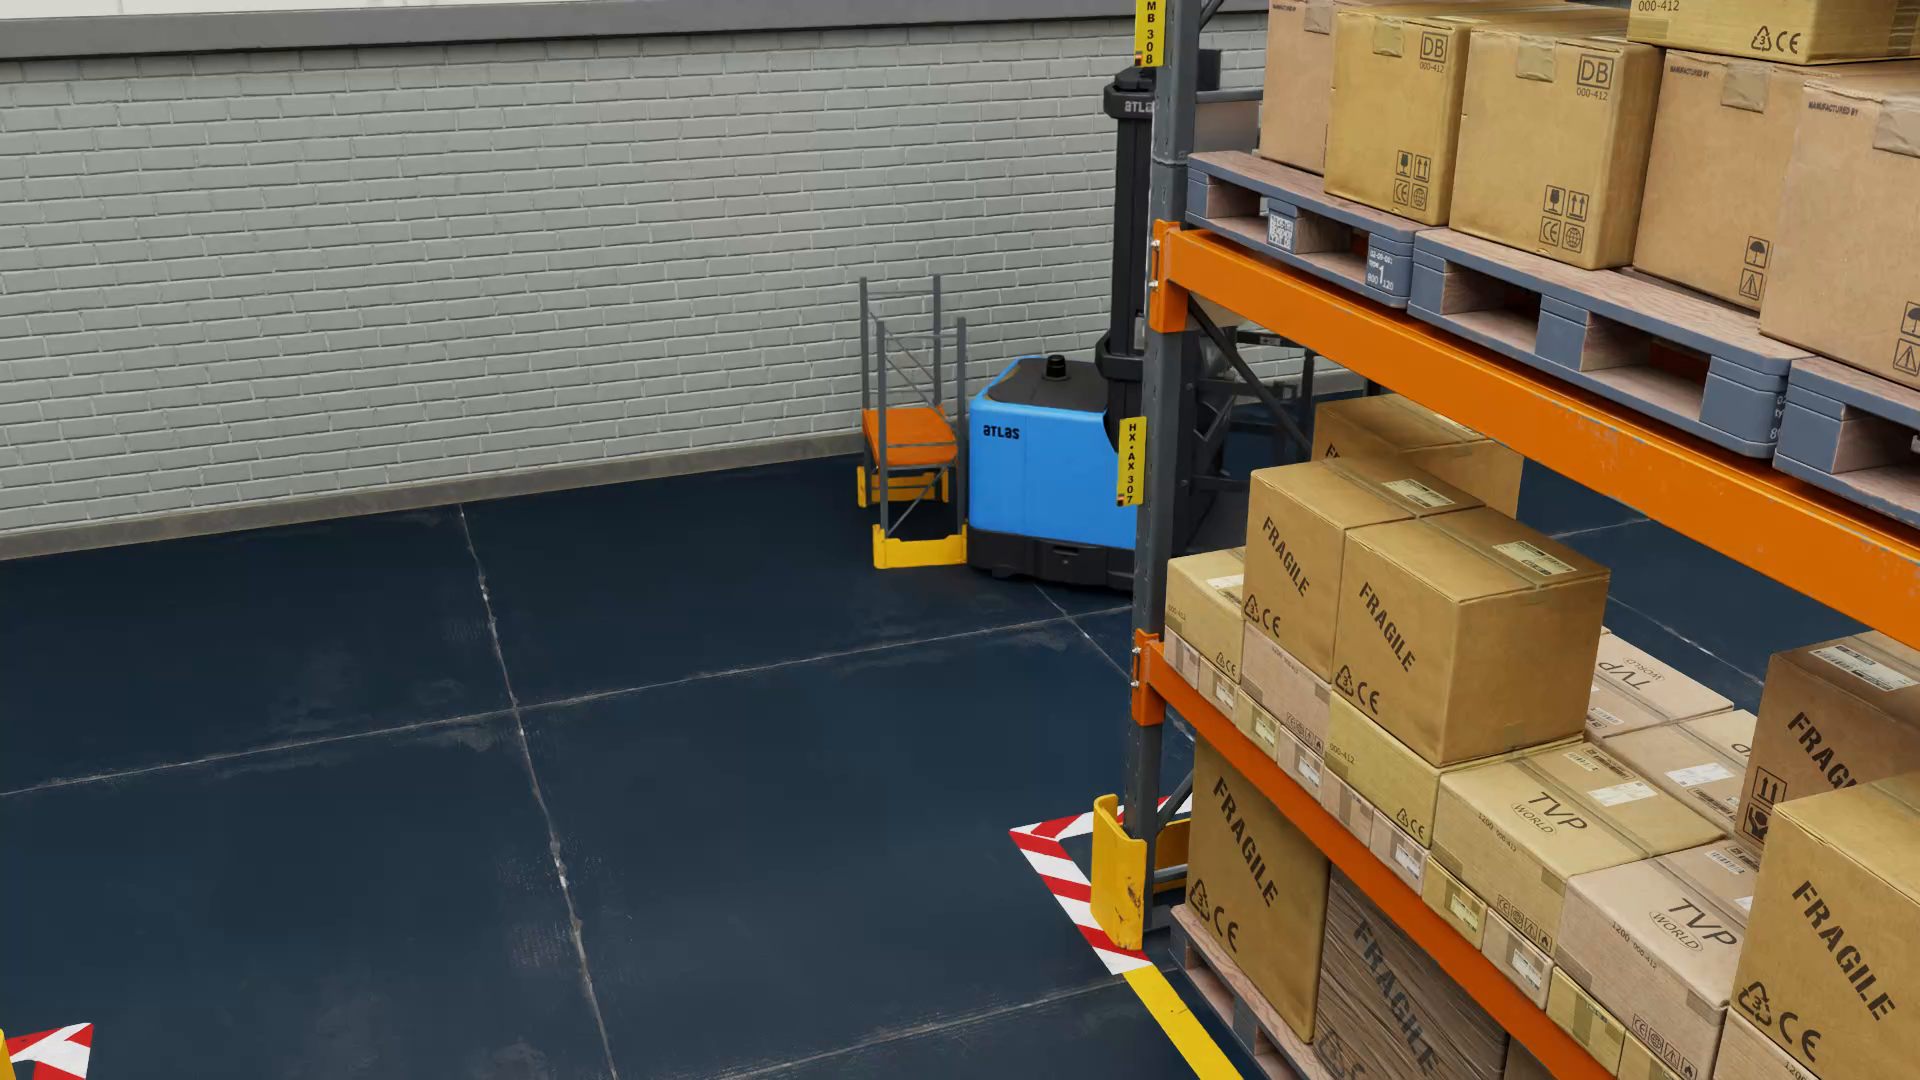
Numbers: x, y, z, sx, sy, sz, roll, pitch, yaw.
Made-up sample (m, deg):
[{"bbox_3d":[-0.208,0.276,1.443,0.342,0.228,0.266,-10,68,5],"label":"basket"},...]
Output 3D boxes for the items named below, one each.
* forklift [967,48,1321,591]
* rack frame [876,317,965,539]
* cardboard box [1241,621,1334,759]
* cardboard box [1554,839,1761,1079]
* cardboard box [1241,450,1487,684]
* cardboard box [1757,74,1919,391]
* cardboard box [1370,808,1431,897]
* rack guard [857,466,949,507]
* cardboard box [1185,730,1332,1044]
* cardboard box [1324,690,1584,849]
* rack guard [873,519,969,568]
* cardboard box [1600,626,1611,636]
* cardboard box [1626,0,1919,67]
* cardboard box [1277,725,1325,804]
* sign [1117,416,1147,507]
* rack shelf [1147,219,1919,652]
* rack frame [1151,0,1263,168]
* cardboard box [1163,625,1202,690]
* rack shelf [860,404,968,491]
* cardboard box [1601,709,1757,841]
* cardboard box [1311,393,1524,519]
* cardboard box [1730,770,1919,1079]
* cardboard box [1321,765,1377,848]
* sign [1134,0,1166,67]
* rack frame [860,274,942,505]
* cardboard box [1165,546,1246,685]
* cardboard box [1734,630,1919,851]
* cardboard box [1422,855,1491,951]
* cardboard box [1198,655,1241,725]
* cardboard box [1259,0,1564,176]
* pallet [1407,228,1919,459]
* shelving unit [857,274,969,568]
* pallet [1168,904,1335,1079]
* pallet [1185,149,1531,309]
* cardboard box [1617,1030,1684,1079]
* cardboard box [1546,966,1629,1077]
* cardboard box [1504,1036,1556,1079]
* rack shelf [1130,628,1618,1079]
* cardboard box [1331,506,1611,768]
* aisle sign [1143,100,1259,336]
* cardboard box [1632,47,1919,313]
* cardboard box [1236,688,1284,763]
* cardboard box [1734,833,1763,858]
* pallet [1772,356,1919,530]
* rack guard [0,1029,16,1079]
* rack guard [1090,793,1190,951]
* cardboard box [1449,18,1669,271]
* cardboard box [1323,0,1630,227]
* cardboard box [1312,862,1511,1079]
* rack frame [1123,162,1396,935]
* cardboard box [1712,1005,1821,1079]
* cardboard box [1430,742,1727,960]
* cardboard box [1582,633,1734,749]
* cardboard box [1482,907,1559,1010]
[{"bbox_3d":[1.612,-1.137,9.173,3.031,2.935,1.130,8,24,17],"label":"forklift"},{"bbox_3d":[-0.219,-0.547,9.617,0.500,1.500,0.032,-3,23,-8],"label":"rack frame"},{"bbox_3d":[1.228,0.420,5.202,0.500,0.250,0.500,-9,24,-20],"label":"cardboard box"},{"bbox_3d":[1.767,0.976,3.881,0.500,0.250,0.500,-8,24,-18],"label":"cardboard box"},{"bbox_3d":[1.215,0.068,5.071,0.500,0.500,0.500,-9,24,-20],"label":"cardboard box"},{"bbox_3d":[2.016,-0.598,3.147,0.700,0.500,0.500,-7,24,-16],"label":"cardboard box"},{"bbox_3d":[1.395,0.845,4.706,0.380,0.149,0.250,-9,24,-20],"label":"cardboard box"},{"bbox_3d":[-0.368,-0.361,10.786,0.587,0.250,0.087,-3,23,-8],"label":"rack guard"},{"bbox_3d":[1.422,1.096,5.983,0.875,0.875,0.875,-8,24,-19],"label":"cardboard box"},{"bbox_3d":[1.402,0.603,4.767,0.500,0.250,0.500,-9,25,-21],"label":"cardboard box"},{"bbox_3d":[-0.221,0.021,9.878,0.587,0.250,0.087,-3,23,-8],"label":"rack guard"},{"bbox_3d":[1.720,0.345,5.380,0.500,0.250,0.500,-9,24,-20],"label":"cardboard box"},{"bbox_3d":[1.826,-1.190,3.585,0.500,0.250,0.500,-9,25,-21],"label":"cardboard box"},{"bbox_3d":[1.214,0.659,5.147,0.380,0.149,0.250,-9,24,-20],"label":"cardboard box"},{"bbox_3d":[0.600,-0.273,5.819,0.100,0.325,0.005,-8,24,-19],"label":"sign"},{"bbox_3d":[1.828,-0.236,4.011,1.077,0.370,4.000,-8,24,-19],"label":"rack shelf"},{"bbox_3d":[1.122,-2.676,5.013,1.000,3.000,0.127,-8,24,-19],"label":"rack frame"},{"bbox_3d":[0.938,0.379,5.813,0.380,0.149,0.250,-8,24,-18],"label":"cardboard box"},{"bbox_3d":[-0.294,-0.577,10.151,0.538,0.185,1.000,-3,23,-8],"label":"rack shelf"},{"bbox_3d":[2.087,0.718,4.494,0.500,0.250,0.500,-8,24,-19],"label":"cardboard box"},{"bbox_3d":[1.539,-0.184,5.669,0.500,0.500,0.500,-8,24,-18],"label":"cardboard box"},{"bbox_3d":[1.949,0.815,3.298,0.500,0.500,0.500,-8,24,-18],"label":"cardboard box"},{"bbox_3d":[1.303,0.752,4.928,0.380,0.149,0.250,-9,24,-20],"label":"cardboard box"},{"bbox_3d":[0.600,-1.659,5.235,0.100,0.325,0.005,-8,24,-19],"label":"sign"},{"bbox_3d":[-0.369,-0.938,10.544,0.500,1.500,0.032,-3,23,-8],"label":"rack frame"},{"bbox_3d":[1.038,0.232,5.648,0.500,0.250,0.500,-9,24,-20],"label":"cardboard box"},{"bbox_3d":[2.250,0.551,3.926,0.500,0.500,0.500,-9,25,-21],"label":"cardboard box"},{"bbox_3d":[1.483,0.937,4.488,0.380,0.149,0.250,-9,24,-20],"label":"cardboard box"},{"bbox_3d":[1.030,0.472,5.593,0.380,0.149,0.250,-9,24,-20],"label":"cardboard box"},{"bbox_3d":[1.355,-1.398,5.044,0.700,0.500,0.500,-10,25,-22],"label":"cardboard box"},{"bbox_3d":[1.828,-0.541,3.923,1.003,0.211,1.213,-8,24,-19],"label":"pallet"},{"bbox_3d":[-0.295,-0.746,10.089,0.587,1.500,1.083,-3,23,-8],"label":"shelving unit"},{"bbox_3d":[1.477,1.653,6.056,1.003,0.211,1.213,-8,24,-19],"label":"pallet"},{"bbox_3d":[1.393,-0.985,4.976,1.003,0.211,1.213,-8,24,-19],"label":"pallet"},{"bbox_3d":[1.756,1.218,3.822,0.380,0.149,0.250,-8,24,-18],"label":"cardboard box"},{"bbox_3d":[1.666,1.125,4.042,0.380,0.149,0.250,-9,24,-20],"label":"cardboard box"},{"bbox_3d":[2.058,1.750,4.432,0.875,0.875,0.875,-8,24,-19],"label":"cardboard box"},{"bbox_3d":[1.828,1.147,4.593,1.077,0.370,4.000,-8,24,-19],"label":"rack shelf"},{"bbox_3d":[1.404,0.256,4.626,0.500,0.500,0.500,-9,24,-20],"label":"cardboard box"},{"bbox_3d":[0.815,-1.094,5.637,0.394,0.787,0.004,-8,24,-19],"label":"aisle sign"},{"bbox_3d":[1.964,-0.808,3.644,0.700,0.500,0.500,-7,24,-17],"label":"cardboard box"},{"bbox_3d":[1.121,0.565,5.372,0.380,0.149,0.250,-9,24,-20],"label":"cardboard box"},{"bbox_3d":[2.254,0.898,4.066,0.500,0.250,0.500,-8,24,-18],"label":"cardboard box"},{"bbox_3d":[2.255,-0.098,2.873,1.003,0.211,1.213,-8,24,-19],"label":"pallet"},{"bbox_3d":[-3.533,1.913,5.068,1.175,0.500,0.348,-8,24,-19],"label":"rack guard"},{"bbox_3d":[1.113,1.232,6.684,1.175,0.500,0.348,-8,24,-19],"label":"rack guard"},{"bbox_3d":[1.669,-0.996,4.090,0.700,0.500,0.500,-10,25,-23],"label":"cardboard box"},{"bbox_3d":[1.441,-1.177,4.520,0.700,0.500,0.500,-9,25,-21],"label":"cardboard box"},{"bbox_3d":[1.744,1.426,5.199,0.875,0.875,0.875,-8,24,-19],"label":"cardboard box"},{"bbox_3d":[1.122,0.089,6.178,1.000,3.000,0.127,-8,24,-19],"label":"rack frame"},{"bbox_3d":[1.948,1.162,3.441,0.500,0.250,0.500,-8,24,-17],"label":"cardboard box"},{"bbox_3d":[1.592,0.792,4.319,0.500,0.250,0.500,-9,24,-20],"label":"cardboard box"},{"bbox_3d":[1.900,0.530,4.942,0.500,0.250,0.500,-9,25,-21],"label":"cardboard box"},{"bbox_3d":[1.577,1.032,4.262,0.380,0.149,0.250,-8,24,-18],"label":"cardboard box"}]
